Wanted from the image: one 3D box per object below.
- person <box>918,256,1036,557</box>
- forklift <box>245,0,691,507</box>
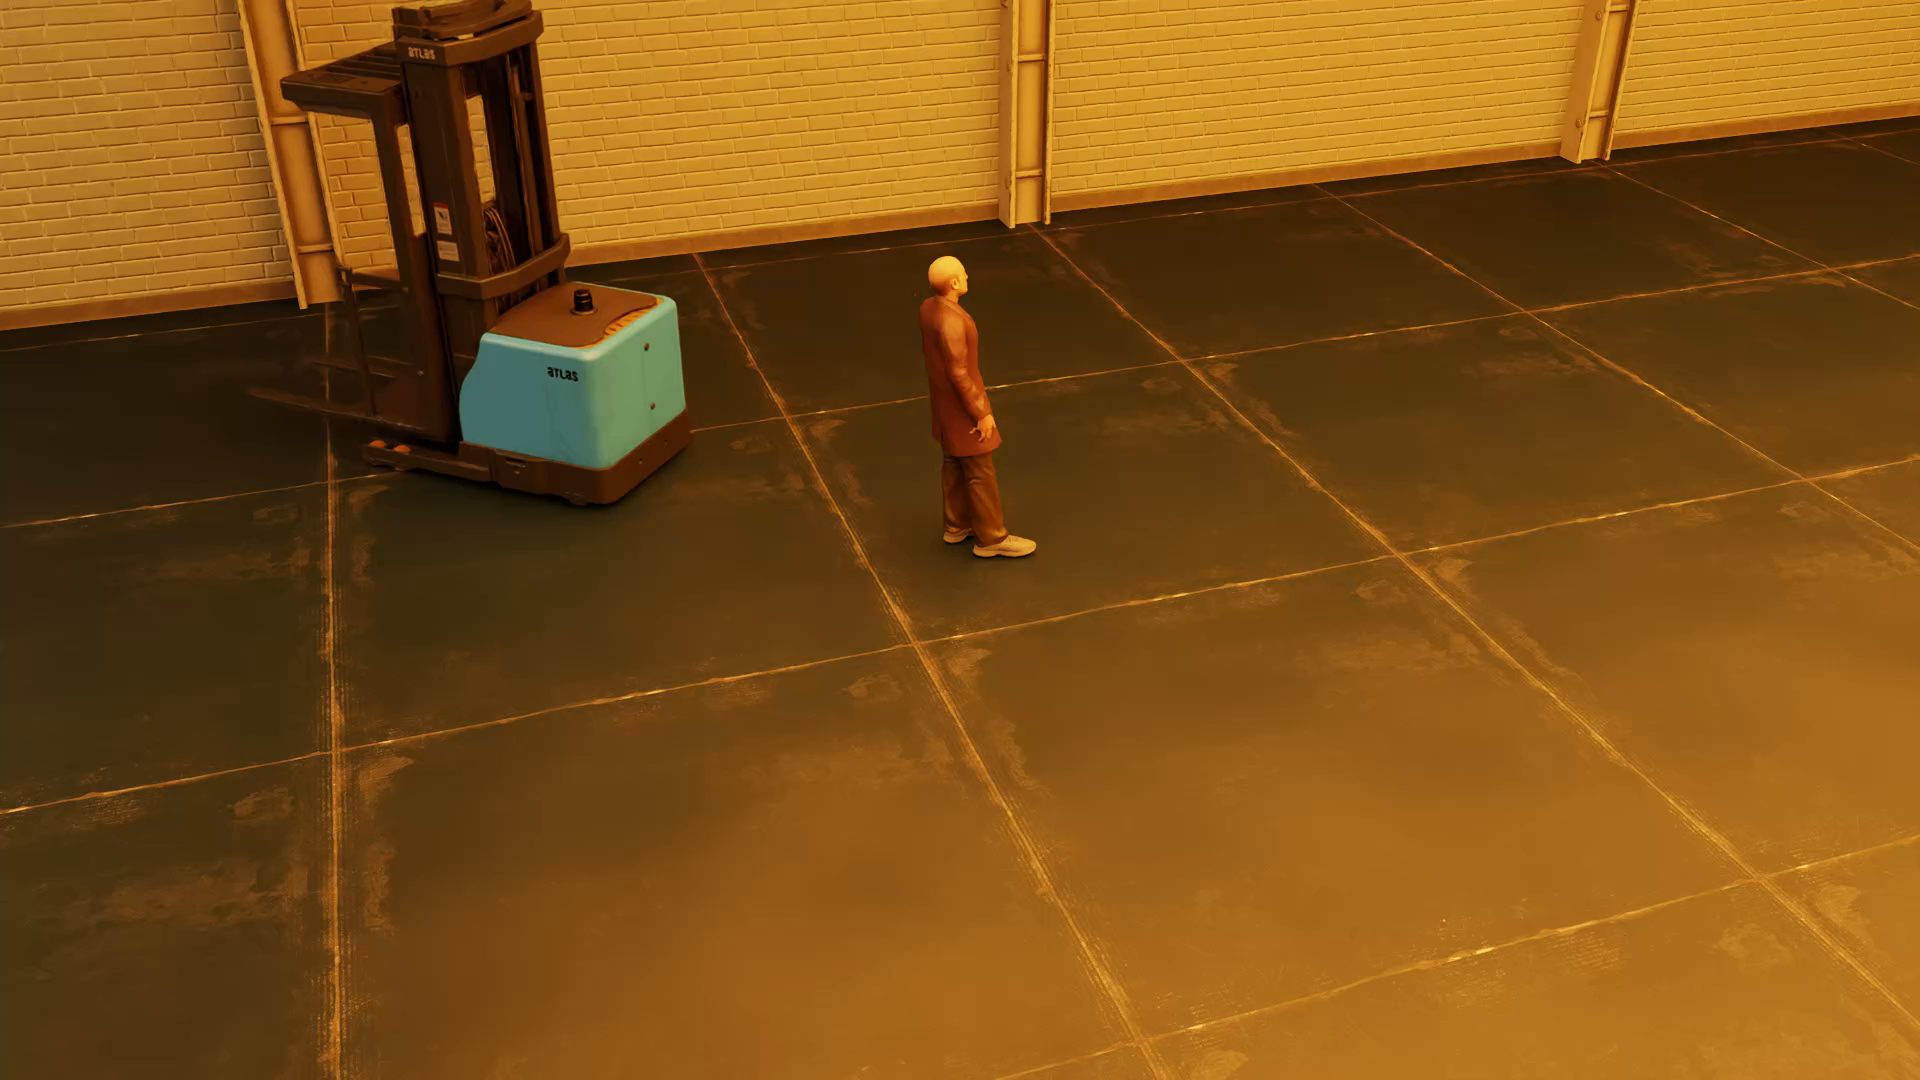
[{"bbox_3d":[0.088,-0.790,9.601,0.579,1.778,0.698,-10,31,-16],"label":"person"},{"bbox_3d":[-3.351,-1.945,10.467,3.031,2.935,1.130,12,32,20],"label":"forklift"}]
